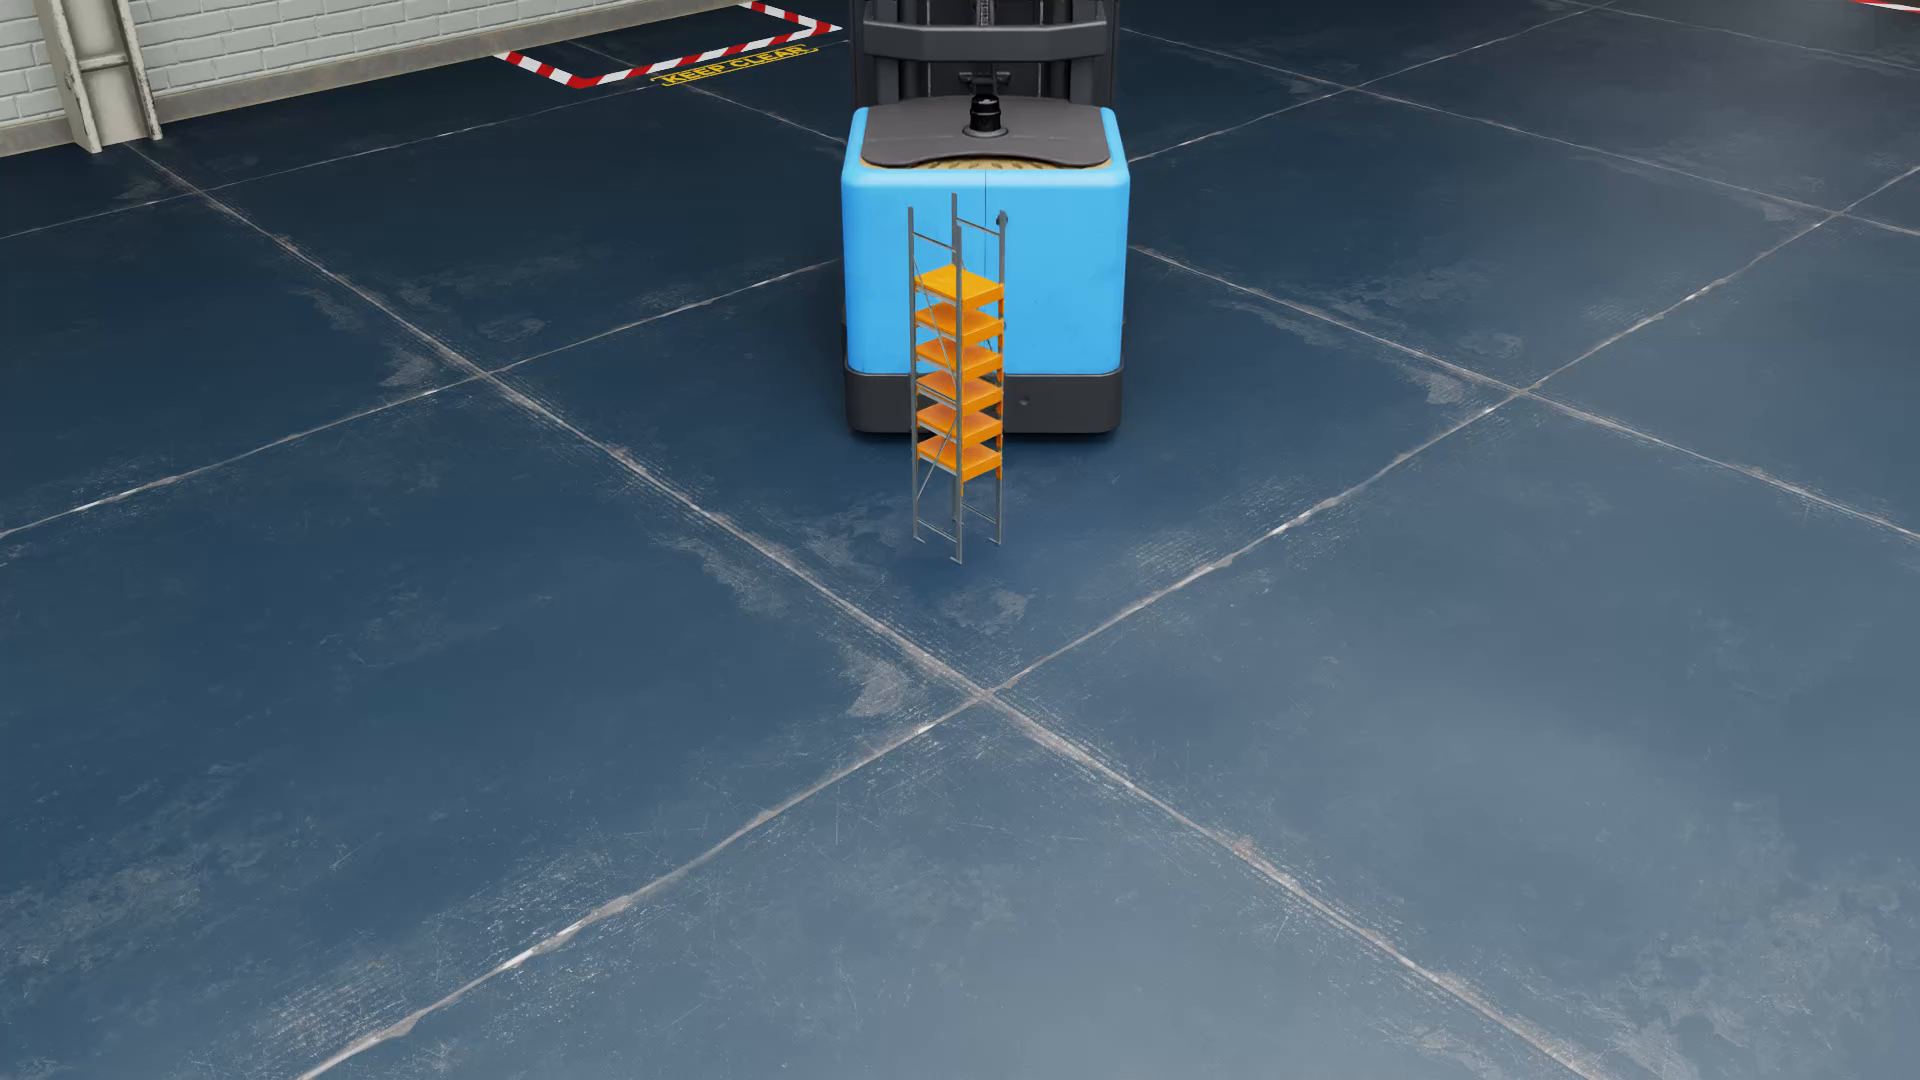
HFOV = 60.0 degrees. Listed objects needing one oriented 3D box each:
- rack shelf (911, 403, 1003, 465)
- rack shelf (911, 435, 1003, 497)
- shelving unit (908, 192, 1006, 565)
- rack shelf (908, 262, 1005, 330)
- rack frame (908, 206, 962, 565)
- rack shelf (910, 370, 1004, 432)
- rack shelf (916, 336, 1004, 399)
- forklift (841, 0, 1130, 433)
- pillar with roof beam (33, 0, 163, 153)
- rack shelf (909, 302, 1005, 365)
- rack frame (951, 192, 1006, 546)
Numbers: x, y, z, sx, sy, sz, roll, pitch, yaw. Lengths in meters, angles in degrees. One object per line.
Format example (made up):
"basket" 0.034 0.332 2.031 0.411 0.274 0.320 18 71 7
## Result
"rack shelf" -0.011 -0.366 5.514 0.180 0.103 0.258 -26 40 -35
"rack shelf" -0.011 -0.264 5.577 0.180 0.103 0.258 -26 40 -35
"shelving unit" -0.011 -0.507 5.429 0.189 1.200 0.258 -26 40 -35
"rack shelf" -0.011 -0.776 5.264 0.180 0.103 0.258 -26 40 -35
"rack frame" -0.078 -0.474 5.376 0.006 1.200 0.240 -26 40 -35
"rack shelf" -0.011 -0.469 5.452 0.180 0.103 0.258 -26 40 -35
"rack shelf" -0.011 -0.571 5.389 0.180 0.103 0.258 -26 40 -35
"forklift" 0.098 -2.383 6.837 1.130 2.935 3.031 0 31 0
"pillar with roof beam" -1.876 -4.479 4.449 0.400 9.000 9.100 -26 40 -35
"rack shelf" -0.011 -0.674 5.327 0.180 0.103 0.258 -26 40 -35
"rack frame" 0.056 -0.539 5.482 0.006 1.200 0.240 -26 40 -35
